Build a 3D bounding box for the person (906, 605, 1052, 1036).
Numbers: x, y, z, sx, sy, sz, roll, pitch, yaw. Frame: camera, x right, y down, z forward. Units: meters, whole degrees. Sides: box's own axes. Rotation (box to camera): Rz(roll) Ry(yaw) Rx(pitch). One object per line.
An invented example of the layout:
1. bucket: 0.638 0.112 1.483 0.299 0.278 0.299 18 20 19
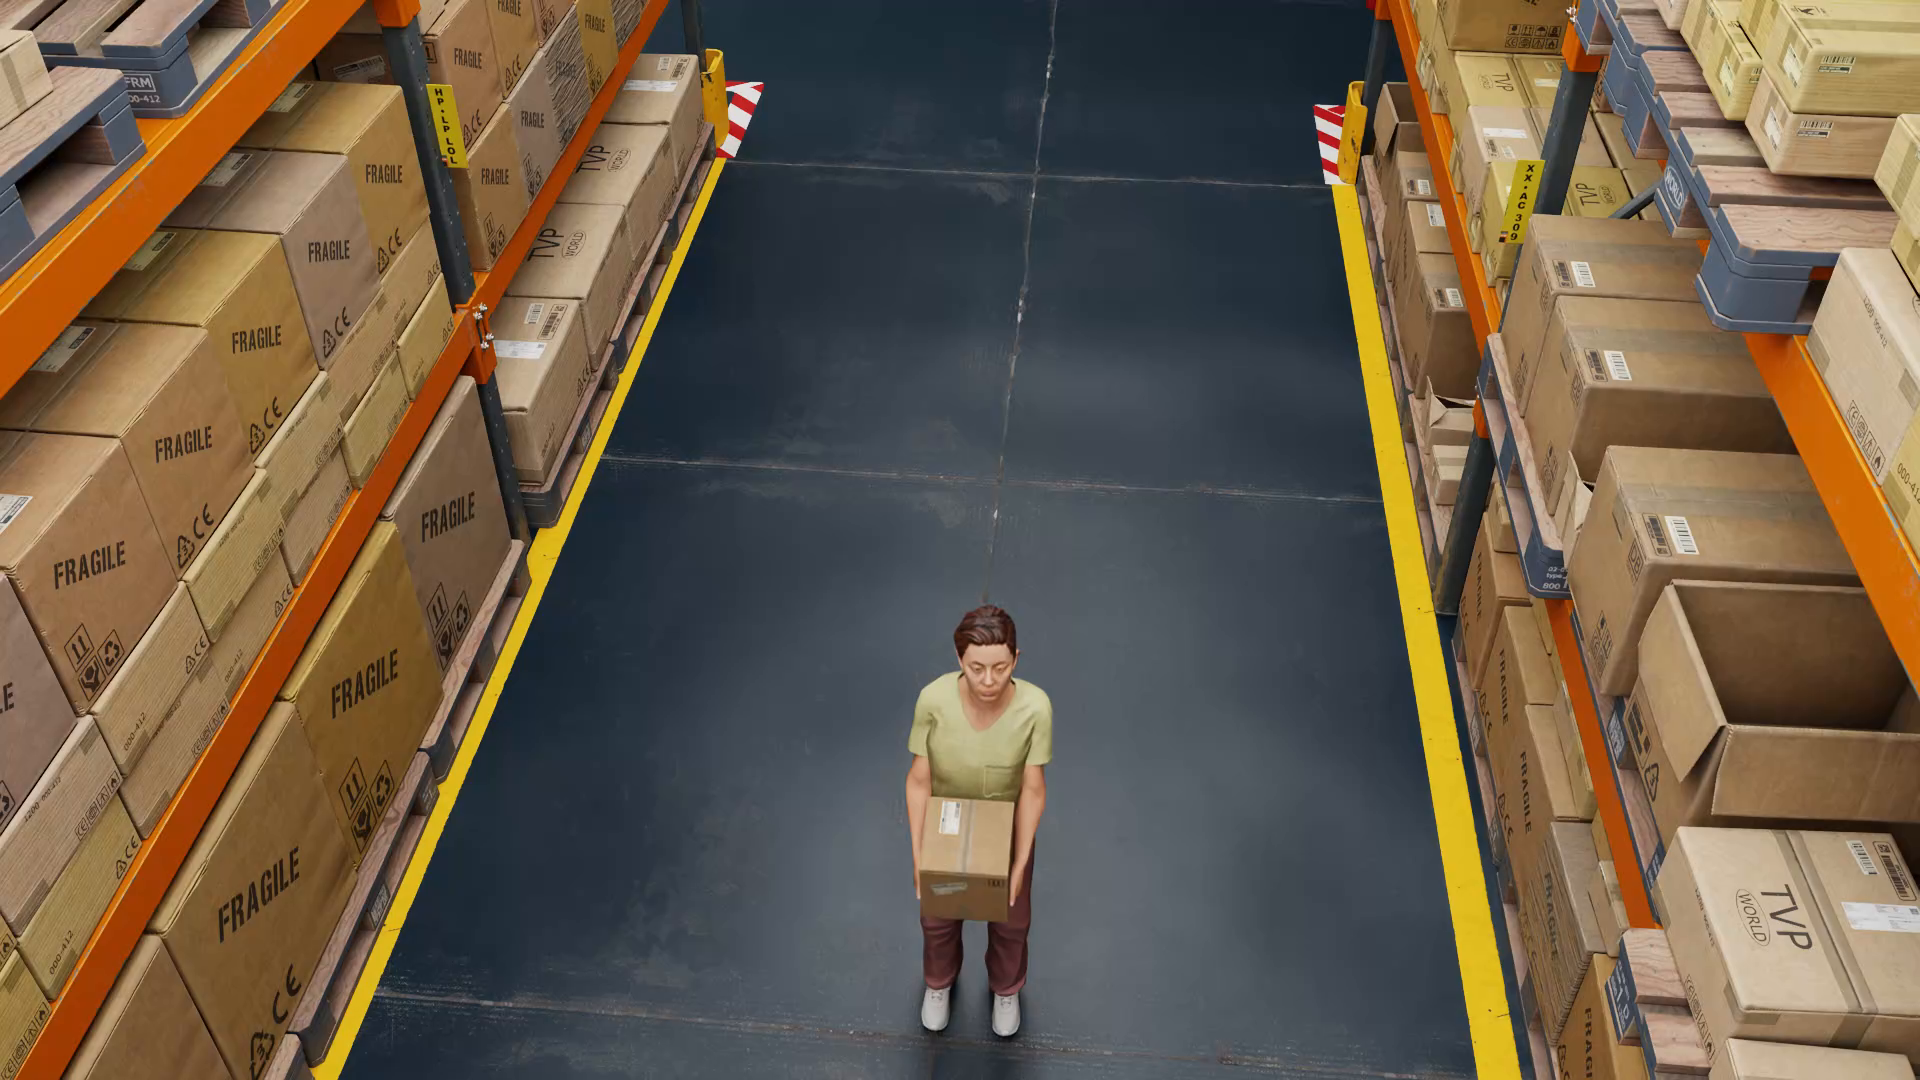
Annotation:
1. person: 0.051 0.935 5.060 0.426 1.662 0.561 4 40 4
